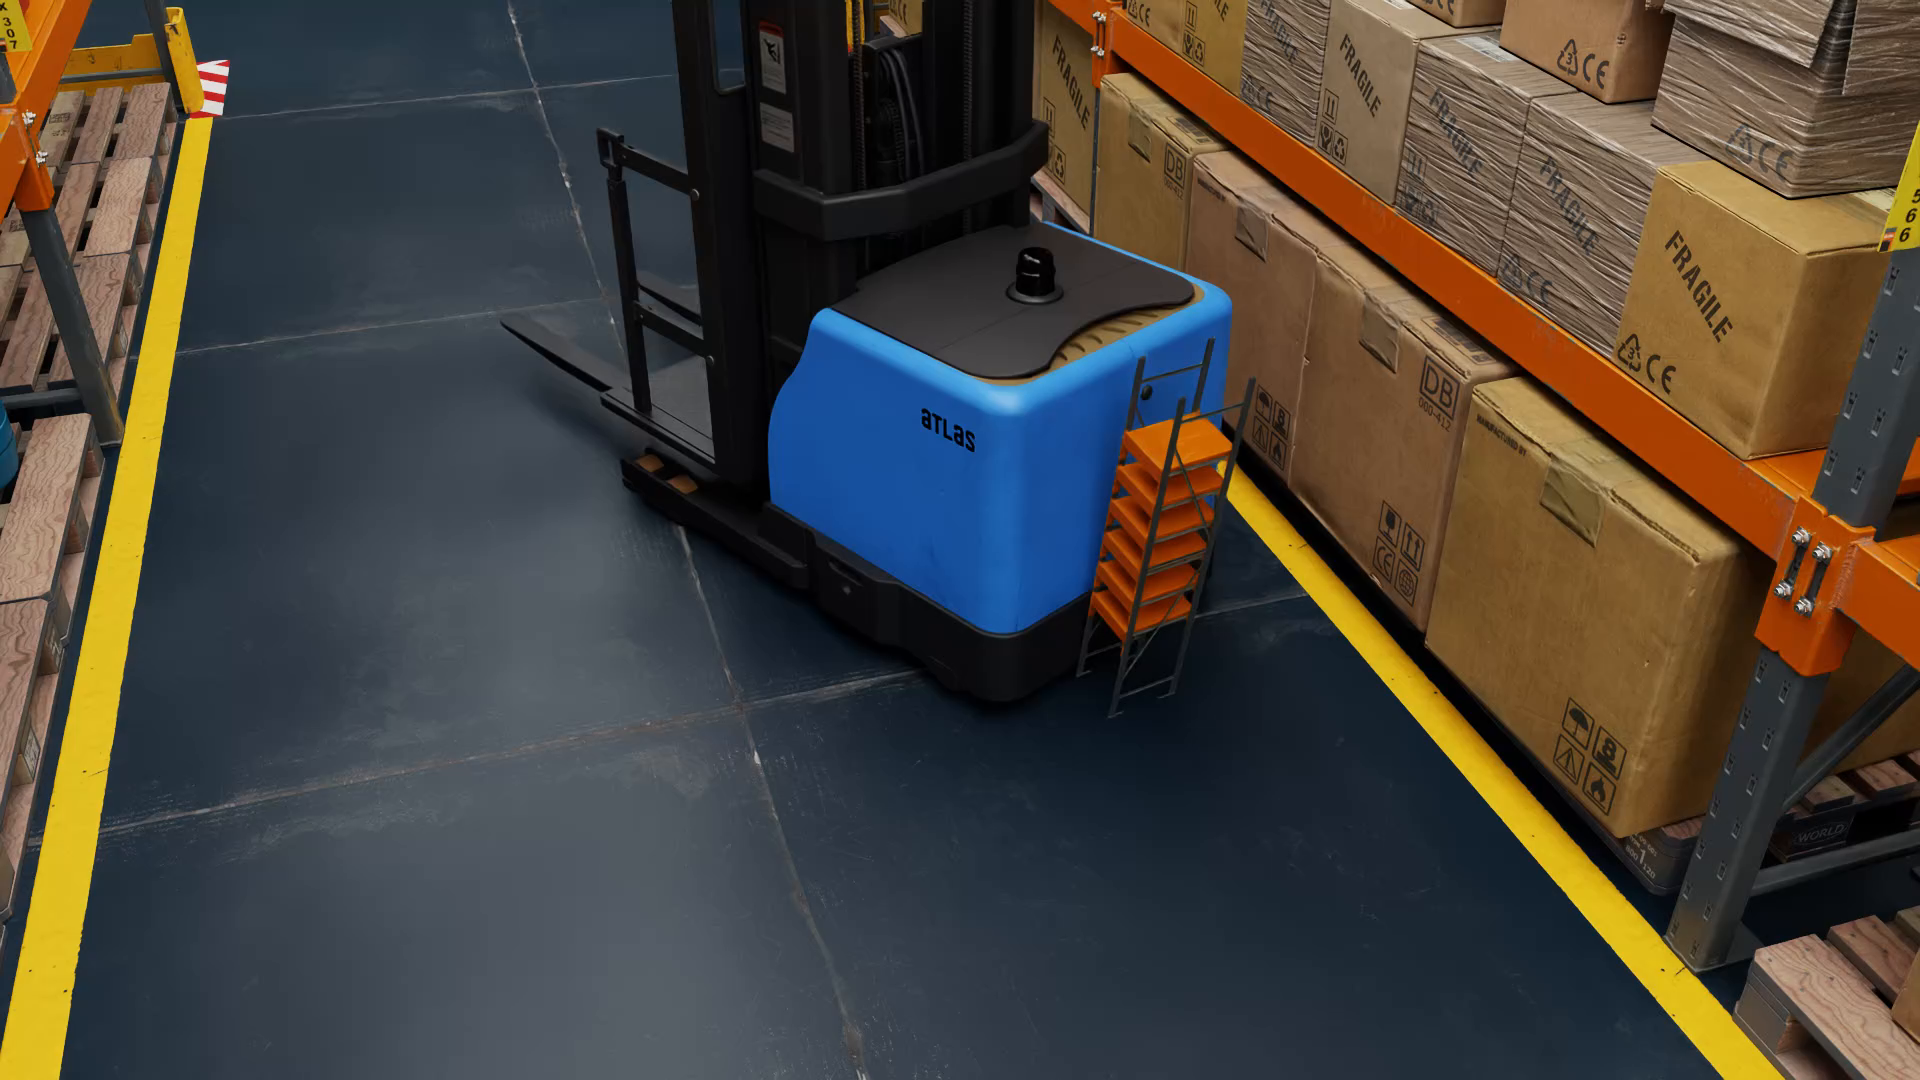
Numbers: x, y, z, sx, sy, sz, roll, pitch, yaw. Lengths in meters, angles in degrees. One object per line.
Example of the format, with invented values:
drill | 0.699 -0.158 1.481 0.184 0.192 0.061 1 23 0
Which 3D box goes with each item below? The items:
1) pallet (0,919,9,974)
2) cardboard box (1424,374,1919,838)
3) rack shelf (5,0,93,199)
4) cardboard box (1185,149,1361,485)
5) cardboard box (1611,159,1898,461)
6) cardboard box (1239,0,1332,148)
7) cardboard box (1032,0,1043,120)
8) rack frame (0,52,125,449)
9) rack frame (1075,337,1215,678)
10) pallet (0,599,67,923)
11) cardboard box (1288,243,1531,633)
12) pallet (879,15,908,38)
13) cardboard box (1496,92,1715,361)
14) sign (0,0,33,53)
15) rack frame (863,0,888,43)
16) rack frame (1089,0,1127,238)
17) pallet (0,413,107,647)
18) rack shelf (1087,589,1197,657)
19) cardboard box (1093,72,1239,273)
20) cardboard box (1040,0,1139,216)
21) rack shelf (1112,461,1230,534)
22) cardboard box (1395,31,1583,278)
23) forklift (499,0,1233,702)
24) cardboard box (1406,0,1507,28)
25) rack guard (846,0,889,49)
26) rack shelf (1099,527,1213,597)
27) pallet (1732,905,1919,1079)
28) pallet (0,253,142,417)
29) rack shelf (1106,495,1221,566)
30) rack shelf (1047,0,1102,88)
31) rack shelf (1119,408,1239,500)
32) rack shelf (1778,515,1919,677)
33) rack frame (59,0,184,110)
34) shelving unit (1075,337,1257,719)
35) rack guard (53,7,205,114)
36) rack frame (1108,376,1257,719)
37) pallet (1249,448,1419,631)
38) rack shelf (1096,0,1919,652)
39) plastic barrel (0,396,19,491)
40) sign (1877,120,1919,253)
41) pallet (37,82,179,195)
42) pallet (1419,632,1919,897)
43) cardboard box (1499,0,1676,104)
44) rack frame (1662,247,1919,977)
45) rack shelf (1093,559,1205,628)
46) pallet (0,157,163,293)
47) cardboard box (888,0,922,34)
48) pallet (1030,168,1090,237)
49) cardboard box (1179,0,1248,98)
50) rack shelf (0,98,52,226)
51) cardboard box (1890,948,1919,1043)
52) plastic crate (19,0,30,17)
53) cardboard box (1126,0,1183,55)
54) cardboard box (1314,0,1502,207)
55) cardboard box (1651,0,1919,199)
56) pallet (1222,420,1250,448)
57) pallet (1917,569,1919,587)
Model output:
pallet | -2.723 1.301 3.589 1.003 0.211 1.213 -10 35 -15
cardboard box | 2.083 0.057 4.489 1.225 0.875 0.875 -12 35 -17
rack shelf | -4.273 -2.305 7.171 1.077 0.370 4.000 -10 35 -15
cardboard box | 1.542 -0.875 5.900 1.225 0.875 0.875 -11 35 -16
cardboard box | 1.888 -0.547 3.767 0.500 0.500 0.500 -9 35 -13
cardboard box | 1.263 -1.620 5.390 0.500 0.500 0.500 -11 35 -16
cardboard box | 0.654 -2.510 8.373 0.875 0.875 0.875 -10 35 -15
rack frame | -3.663 -1.555 5.383 1.000 3.000 0.127 -10 35 -15
rack frame | 0.510 -0.057 4.704 0.240 1.200 0.006 -17 48 -24
pallet | -3.091 0.662 4.557 1.003 0.211 1.213 -10 35 -15
cardboard box | 1.819 -0.412 5.199 1.225 0.875 0.875 -10 35 -15
pallet | 0.152 -2.918 9.975 1.003 0.211 1.213 -10 35 -15
cardboard box | 1.741 -0.810 4.164 0.500 0.500 0.500 -10 35 -15
sign | -3.139 -1.762 5.445 0.100 0.325 0.005 -10 35 -15
rack frame | -0.166 -4.488 9.822 1.000 3.000 0.127 -10 35 -15
rack frame | 1.054 -2.388 6.644 1.000 3.000 0.127 -10 35 -15
pallet | -3.467 0.020 5.528 1.003 0.211 1.213 -10 35 -15
rack shelf | 0.529 0.209 4.839 0.258 0.103 0.180 -17 48 -24
cardboard box | 1.268 -1.344 6.610 1.225 0.875 0.875 -10 35 -15
cardboard box | 0.929 -2.037 7.658 0.875 0.875 0.875 -10 35 -15
rack shelf | 0.571 -0.144 4.516 0.258 0.103 0.180 -17 48 -24
cardboard box | 1.580 -1.082 4.576 0.500 0.500 0.500 -11 35 -16
forklift | -0.561 -1.460 5.301 1.130 2.935 3.031 -28 43 -36
cardboard box | 1.659 -1.829 4.796 0.797 0.503 0.637 -9 34 -13
rack guard | -0.174 -3.458 10.530 1.175 0.500 0.348 -10 35 -15
rack shelf | 0.550 0.033 4.677 0.258 0.103 0.180 -17 48 -24
pallet | 2.511 1.286 3.613 1.003 0.211 1.213 -10 35 -15
pallet | -3.924 -0.772 6.726 1.003 0.211 1.213 -10 35 -15
rack shelf | 0.561 -0.055 4.597 0.258 0.103 0.180 -17 48 -24
rack shelf | 0.444 -3.138 8.431 1.077 0.370 4.000 -10 35 -15
rack shelf | 0.582 -0.232 4.435 0.258 0.103 0.180 -17 48 -24
rack shelf | 2.884 1.062 2.075 1.077 0.370 4.000 -10 35 -15
rack frame | -4.883 -3.656 8.561 1.000 3.000 0.127 -10 35 -15
shelving unit | 0.554 0.000 4.647 0.258 1.200 0.189 -17 48 -24
rack guard | -4.903 -2.623 9.266 1.175 0.500 0.348 -10 35 -15
rack frame | 0.598 0.057 4.591 0.240 1.200 0.006 -17 48 -24
pallet | 1.737 -0.191 5.847 1.003 0.211 1.213 -10 35 -15
rack shelf | 1.664 -1.038 5.253 1.077 0.370 4.000 -10 35 -15
plastic barrel | -3.513 -0.567 5.409 0.600 0.901 0.708 -10 35 -15
sign | 1.746 -0.676 3.002 0.100 0.325 0.005 -10 35 -15
pallet | -4.669 -2.053 8.665 1.003 0.211 1.213 -10 35 -15
pallet | 2.105 0.449 4.880 1.003 0.211 1.213 -10 35 -15
cardboard box | 1.870 -1.478 4.265 0.797 0.503 0.637 -9 35 -14
rack frame | 2.274 -0.288 3.465 1.000 3.000 0.127 -10 35 -15
rack shelf | 0.540 0.121 4.758 0.258 0.103 0.180 -17 48 -24
pallet | -4.300 -1.413 7.697 1.003 0.211 1.213 -10 35 -15
cardboard box | 0.105 -3.455 9.804 0.875 0.875 0.875 -10 35 -15
pallet | 0.896 -1.637 8.036 1.003 0.211 1.213 -10 35 -15
cardboard box | 1.110 -1.883 5.788 0.500 0.500 0.500 -10 35 -15
rack shelf | -3.053 -0.205 3.992 1.077 0.370 4.000 -10 35 -15
cardboard box | 2.497 0.919 3.506 0.700 0.500 0.500 -12 35 -17
plastic crate | -3.696 -2.118 6.122 0.402 0.464 0.583 -10 35 -15
cardboard box | 0.956 -2.147 6.187 0.500 0.500 0.500 -10 35 -15
cardboard box | 1.425 -1.350 4.981 0.500 0.500 0.500 -9 35 -14
cardboard box | 2.066 -1.135 3.746 0.797 0.503 0.637 -9 34 -13
pallet | 1.361 -0.833 6.818 1.003 0.211 1.213 -10 35 -15
pallet | 2.593 0.148 2.979 1.213 0.211 1.003 -10 35 -15
